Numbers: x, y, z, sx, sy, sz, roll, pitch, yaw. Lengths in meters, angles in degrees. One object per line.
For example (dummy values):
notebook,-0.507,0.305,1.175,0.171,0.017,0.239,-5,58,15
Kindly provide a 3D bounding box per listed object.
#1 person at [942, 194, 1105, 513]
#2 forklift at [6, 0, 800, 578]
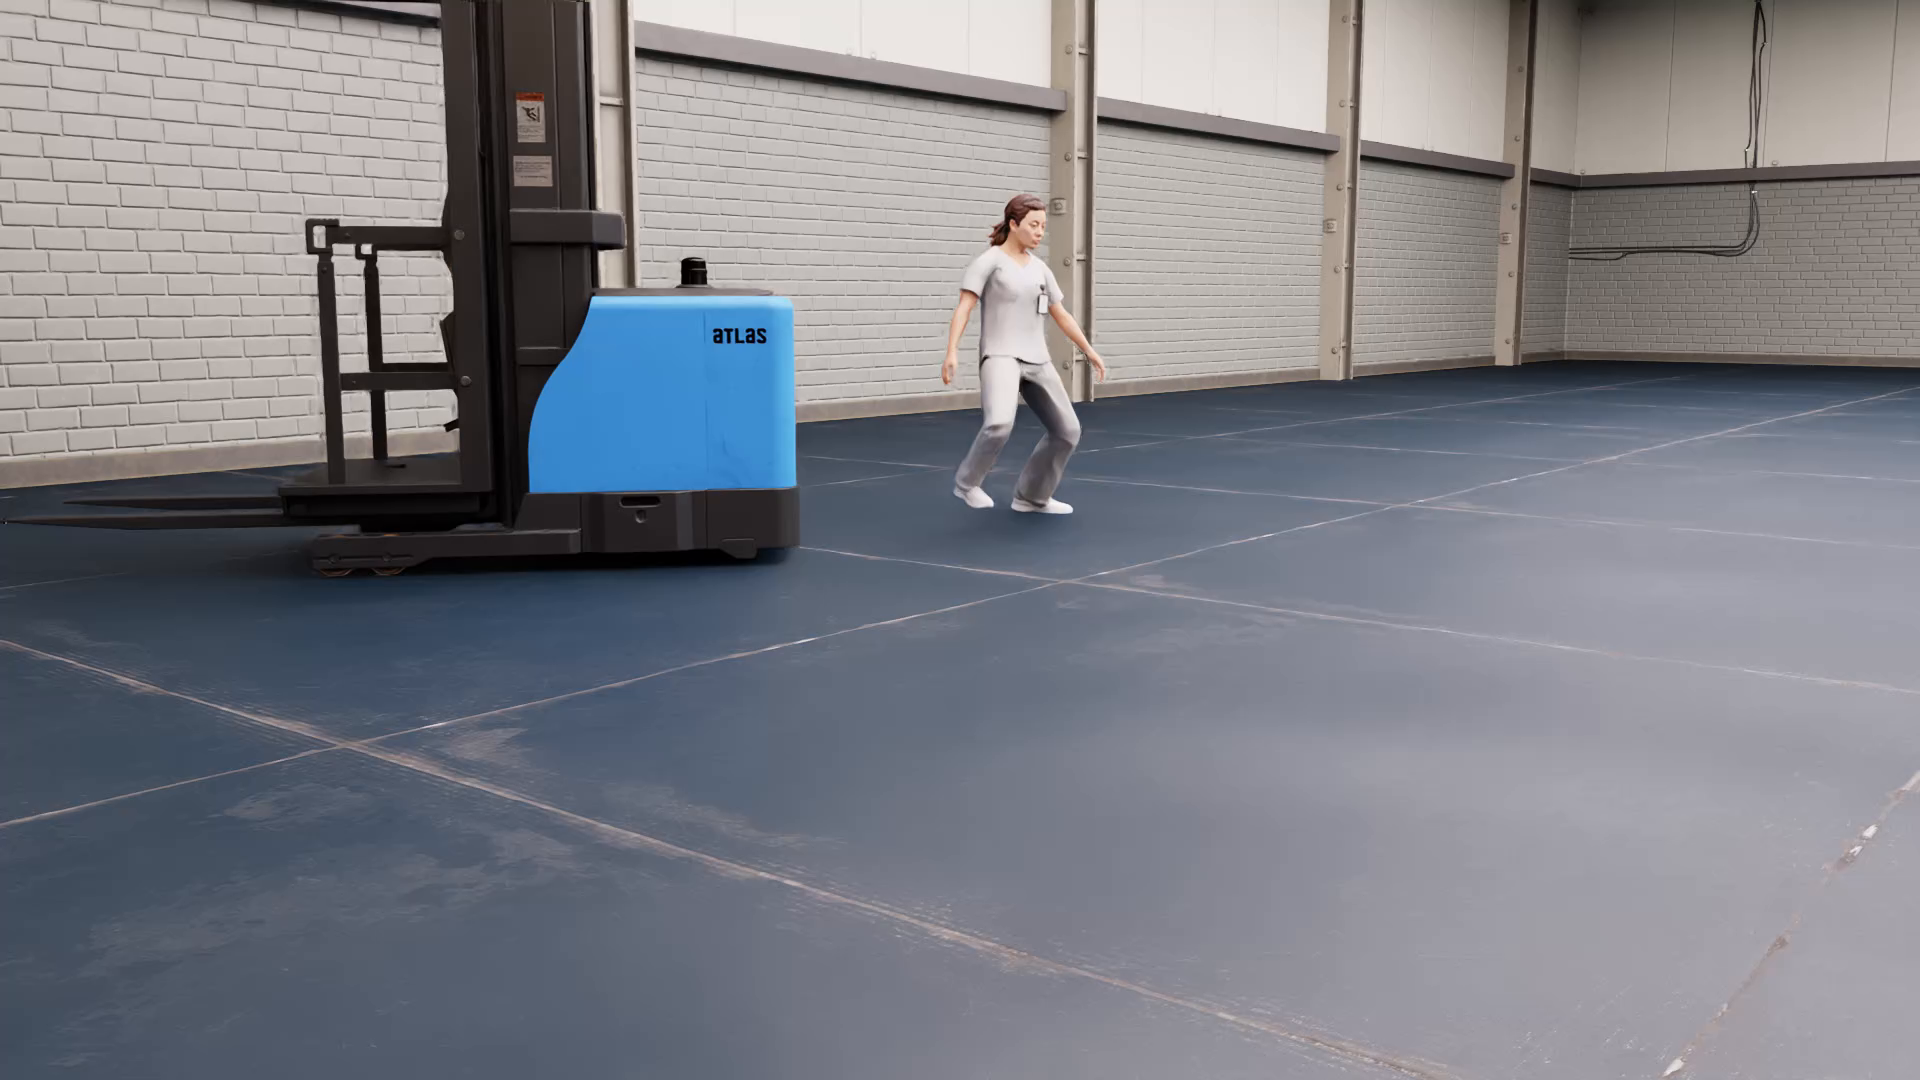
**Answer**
person,0.283,-0.863,7.974,0.824,1.573,0.586,-5,10,-30
forklift,-2.219,-1.388,6.766,3.031,2.935,1.130,-1,8,-10
